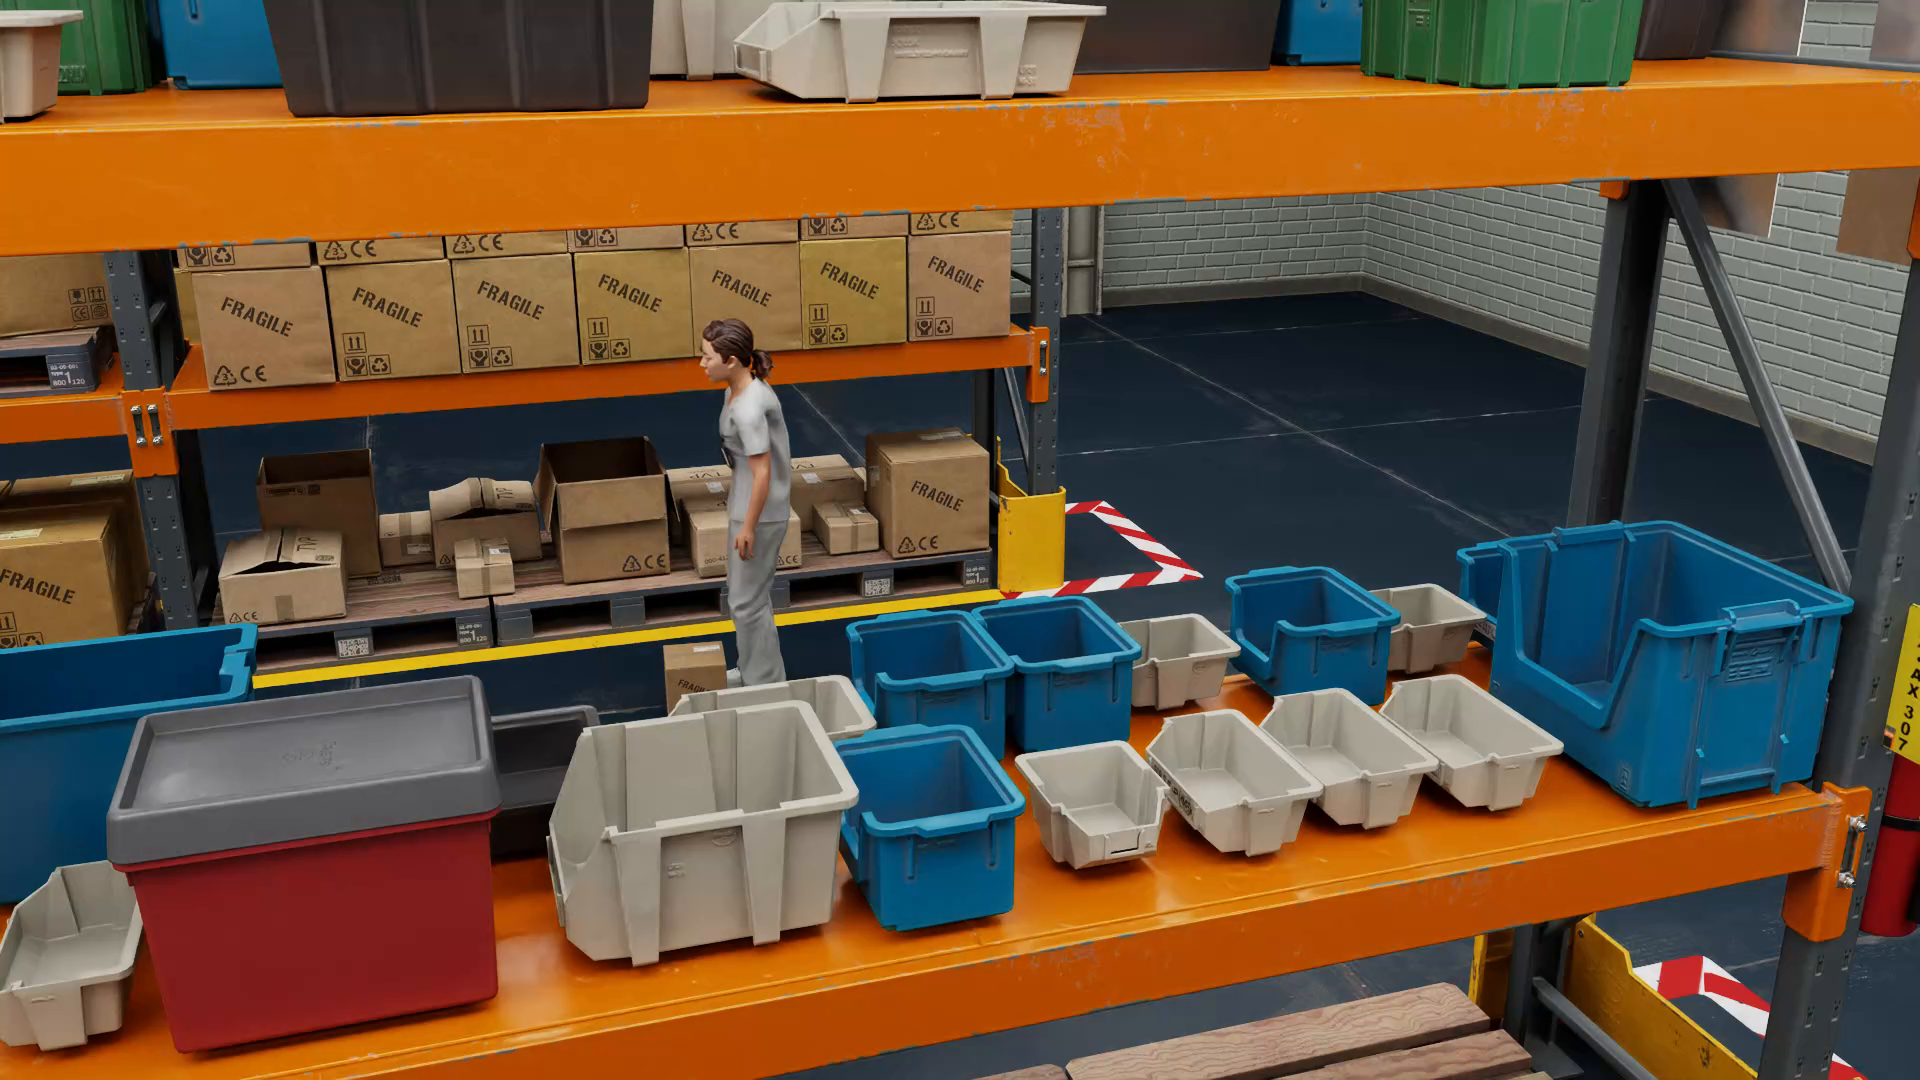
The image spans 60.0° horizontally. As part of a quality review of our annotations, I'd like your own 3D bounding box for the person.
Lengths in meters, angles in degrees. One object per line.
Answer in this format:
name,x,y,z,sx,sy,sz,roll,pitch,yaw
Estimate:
person,-0.872,-0.094,6.838,0.361,1.672,0.488,-4,20,-12
